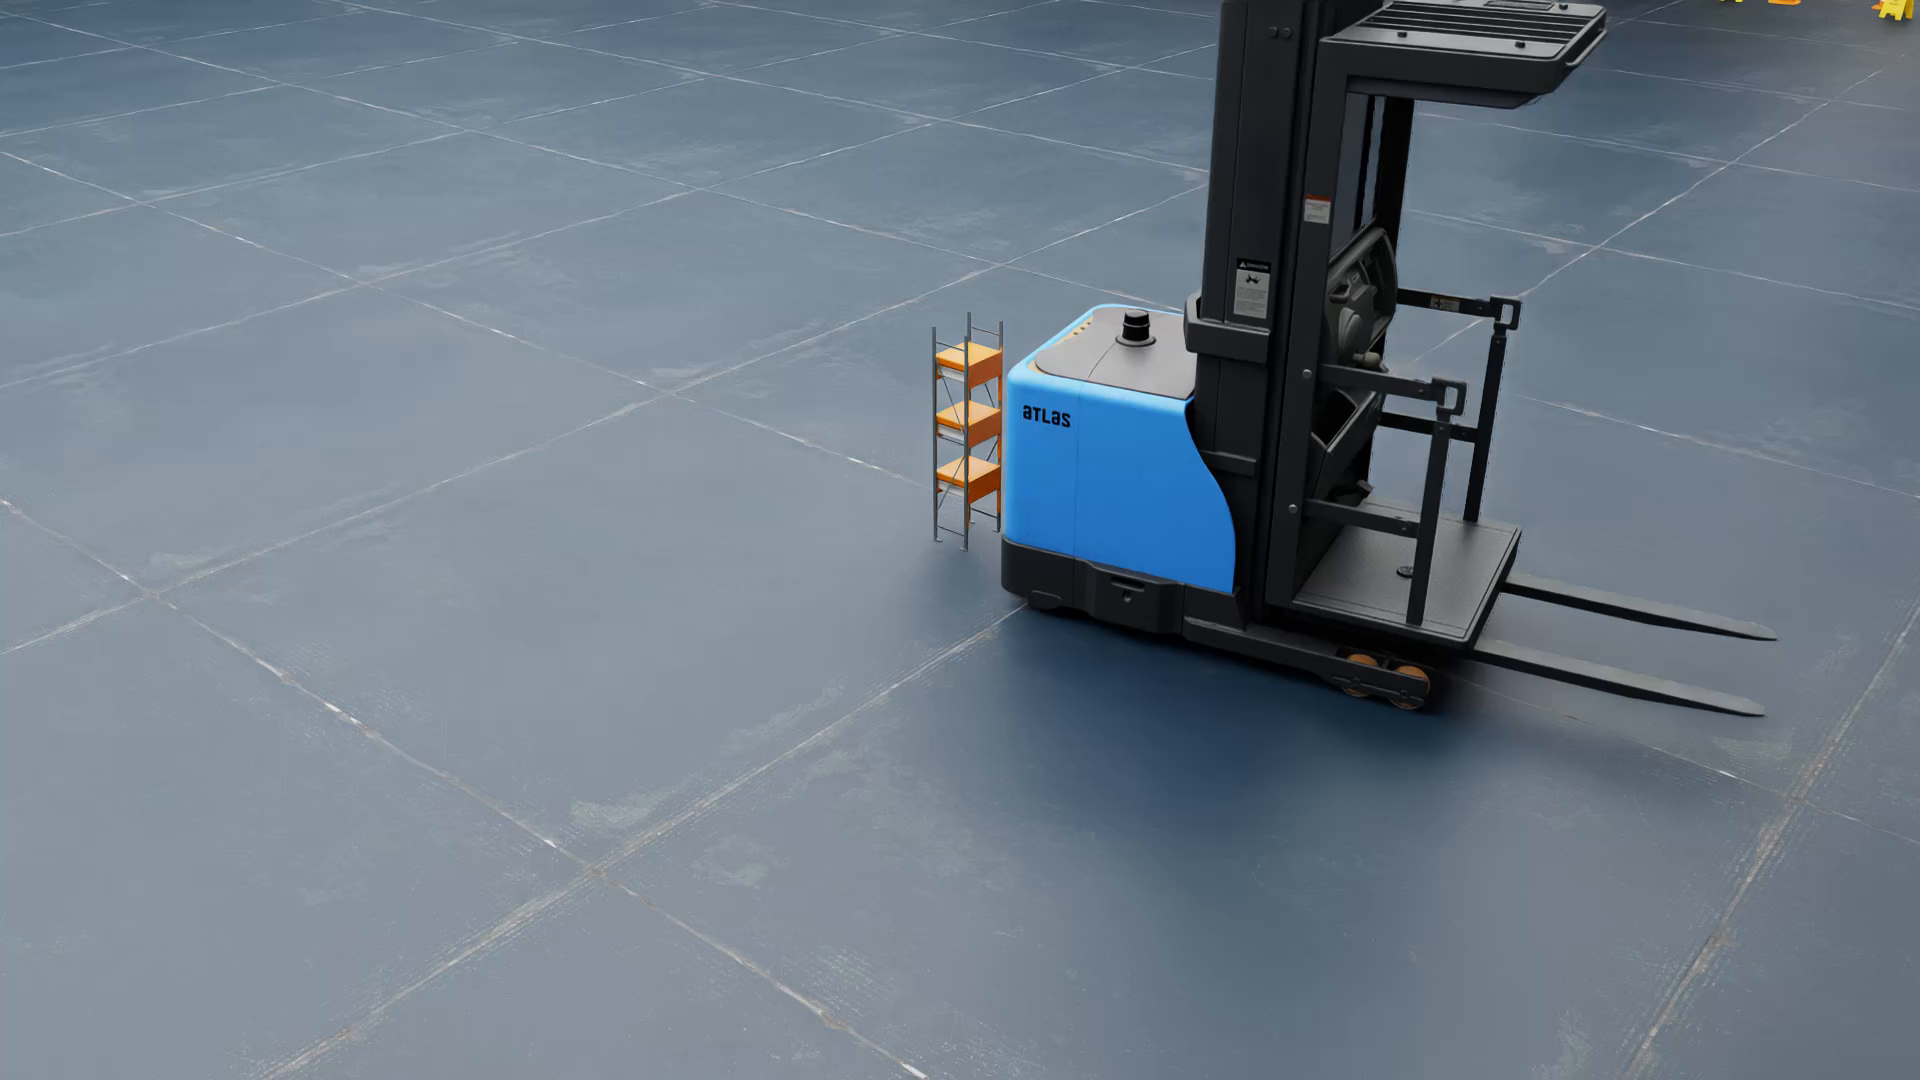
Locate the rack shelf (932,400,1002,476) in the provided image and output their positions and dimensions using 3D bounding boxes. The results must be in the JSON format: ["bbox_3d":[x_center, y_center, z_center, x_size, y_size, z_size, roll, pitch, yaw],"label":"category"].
[{"bbox_3d":[0.034,-0.476,7.550,0.215,0.259,0.240,21,34,34],"label":"rack shelf"}]

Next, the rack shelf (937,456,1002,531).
[{"bbox_3d":[0.034,-0.229,7.678,0.215,0.259,0.240,21,34,34],"label":"rack shelf"}]

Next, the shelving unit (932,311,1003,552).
[{"bbox_3d":[0.034,-0.485,7.545,0.215,1.050,0.252,21,34,34],"label":"shelving unit"}]

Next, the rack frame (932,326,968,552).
[{"bbox_3d":[-0.044,-0.442,7.462,0.200,1.050,0.008,21,34,34],"label":"rack frame"}]

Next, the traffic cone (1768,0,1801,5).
[{"bbox_3d":[10.246,-6.887,20.560,0.336,0.463,0.334,21,34,34],"label":"traffic cone"}]

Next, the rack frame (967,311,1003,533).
[{"bbox_3d":[0.112,-0.529,7.629,0.200,1.050,0.008,21,34,34],"label":"rack frame"}]

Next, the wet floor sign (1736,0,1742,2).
[{"bbox_3d":[9.666,-7.057,20.689,0.267,0.644,0.232,15,31,26],"label":"wet floor sign"}]

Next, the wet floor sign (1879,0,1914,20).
[{"bbox_3d":[11.094,-6.481,19.575,0.232,0.644,0.267,-15,31,-27],"label":"wet floor sign"}]

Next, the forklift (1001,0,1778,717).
[{"bbox_3d":[1.726,-0.922,6.341,3.031,2.935,1.130,13,30,24],"label":"forklift"}]

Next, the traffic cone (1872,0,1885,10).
[{"bbox_3d":[11.318,-6.684,20.166,0.336,0.463,0.334,21,34,34],"label":"traffic cone"}]

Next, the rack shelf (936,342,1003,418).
[{"bbox_3d":[0.034,-0.728,7.420,0.215,0.259,0.240,21,34,34],"label":"rack shelf"}]
